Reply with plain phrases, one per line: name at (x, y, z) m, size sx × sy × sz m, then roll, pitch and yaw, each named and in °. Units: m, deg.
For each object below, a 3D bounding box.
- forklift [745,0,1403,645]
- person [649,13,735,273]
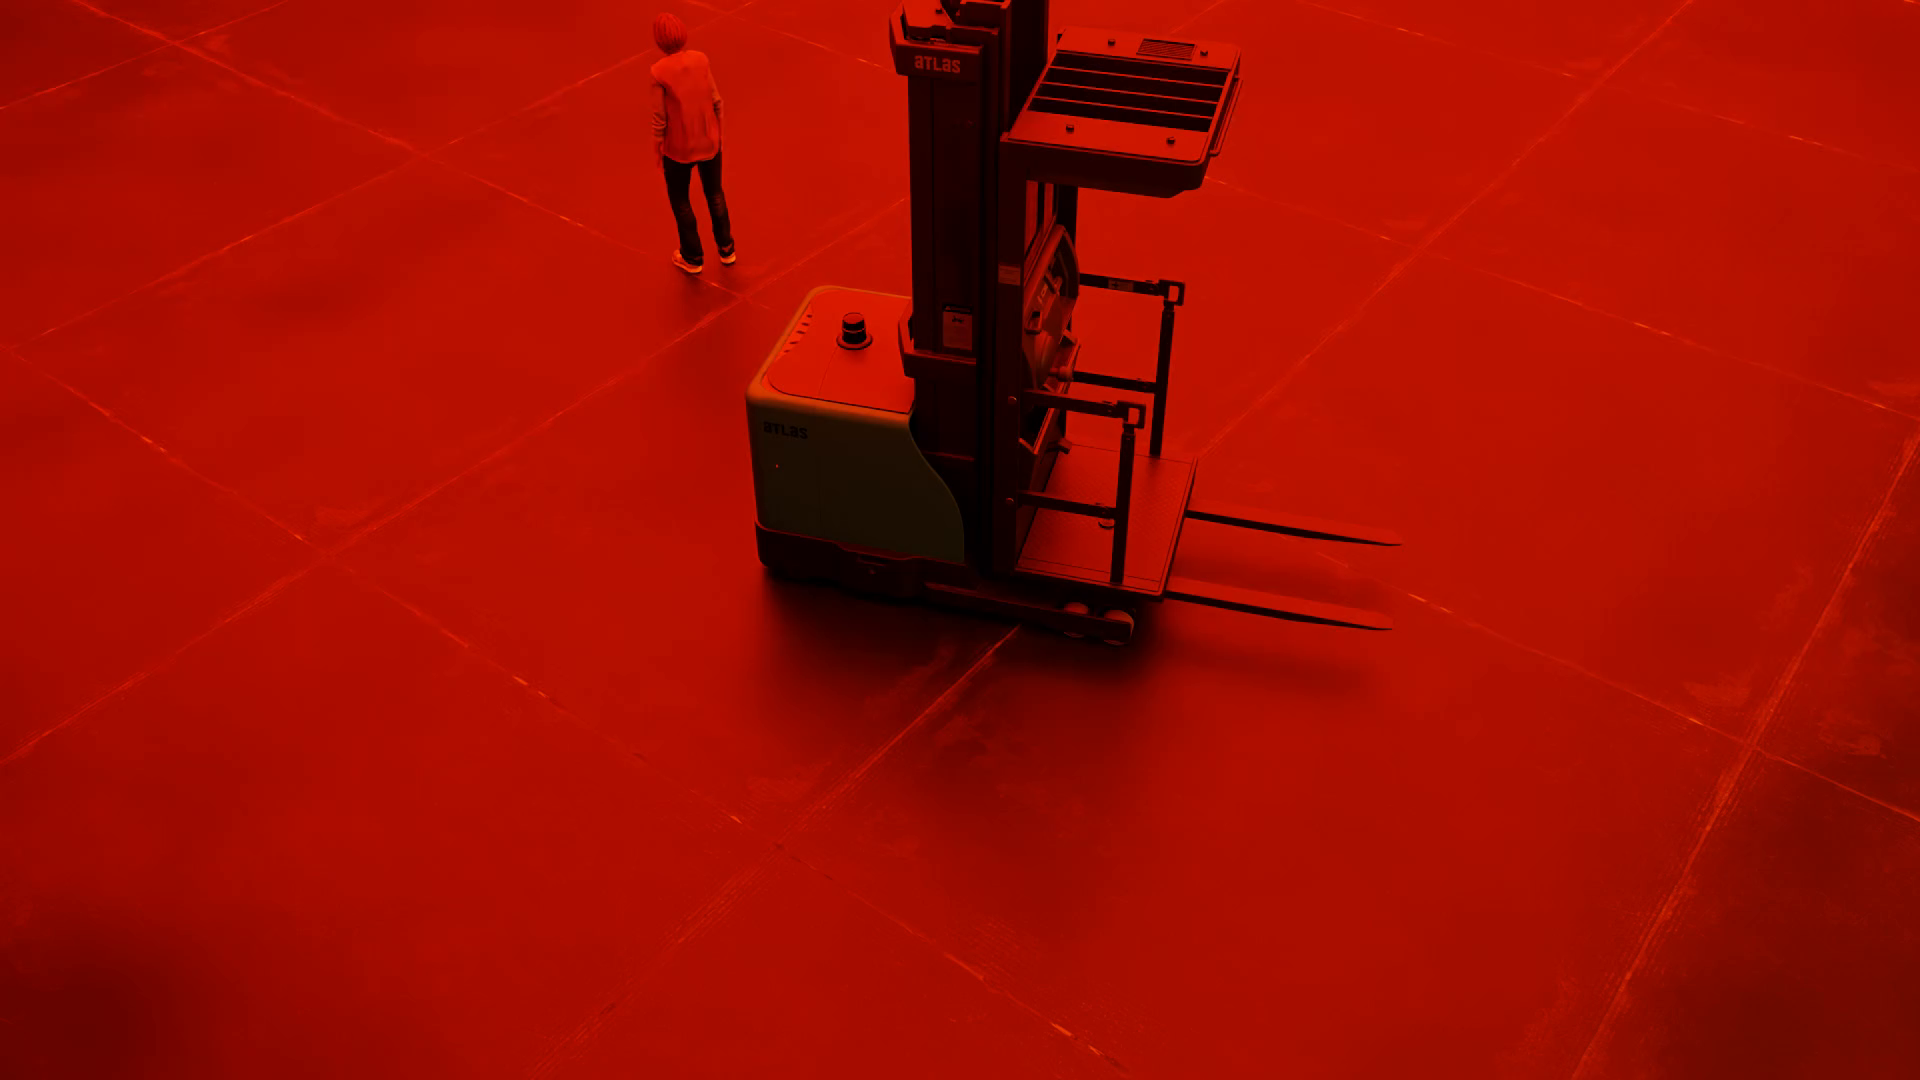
forklift at (0.587, -1.011, 7.260) m, size 3.031 × 2.935 × 1.130 m, roll 10°, pitch 41°, yaw 12°
person at (-1.593, -2.322, 9.831) m, size 0.477 × 1.592 × 0.345 m, roll -23°, pitch 45°, yaw -24°
